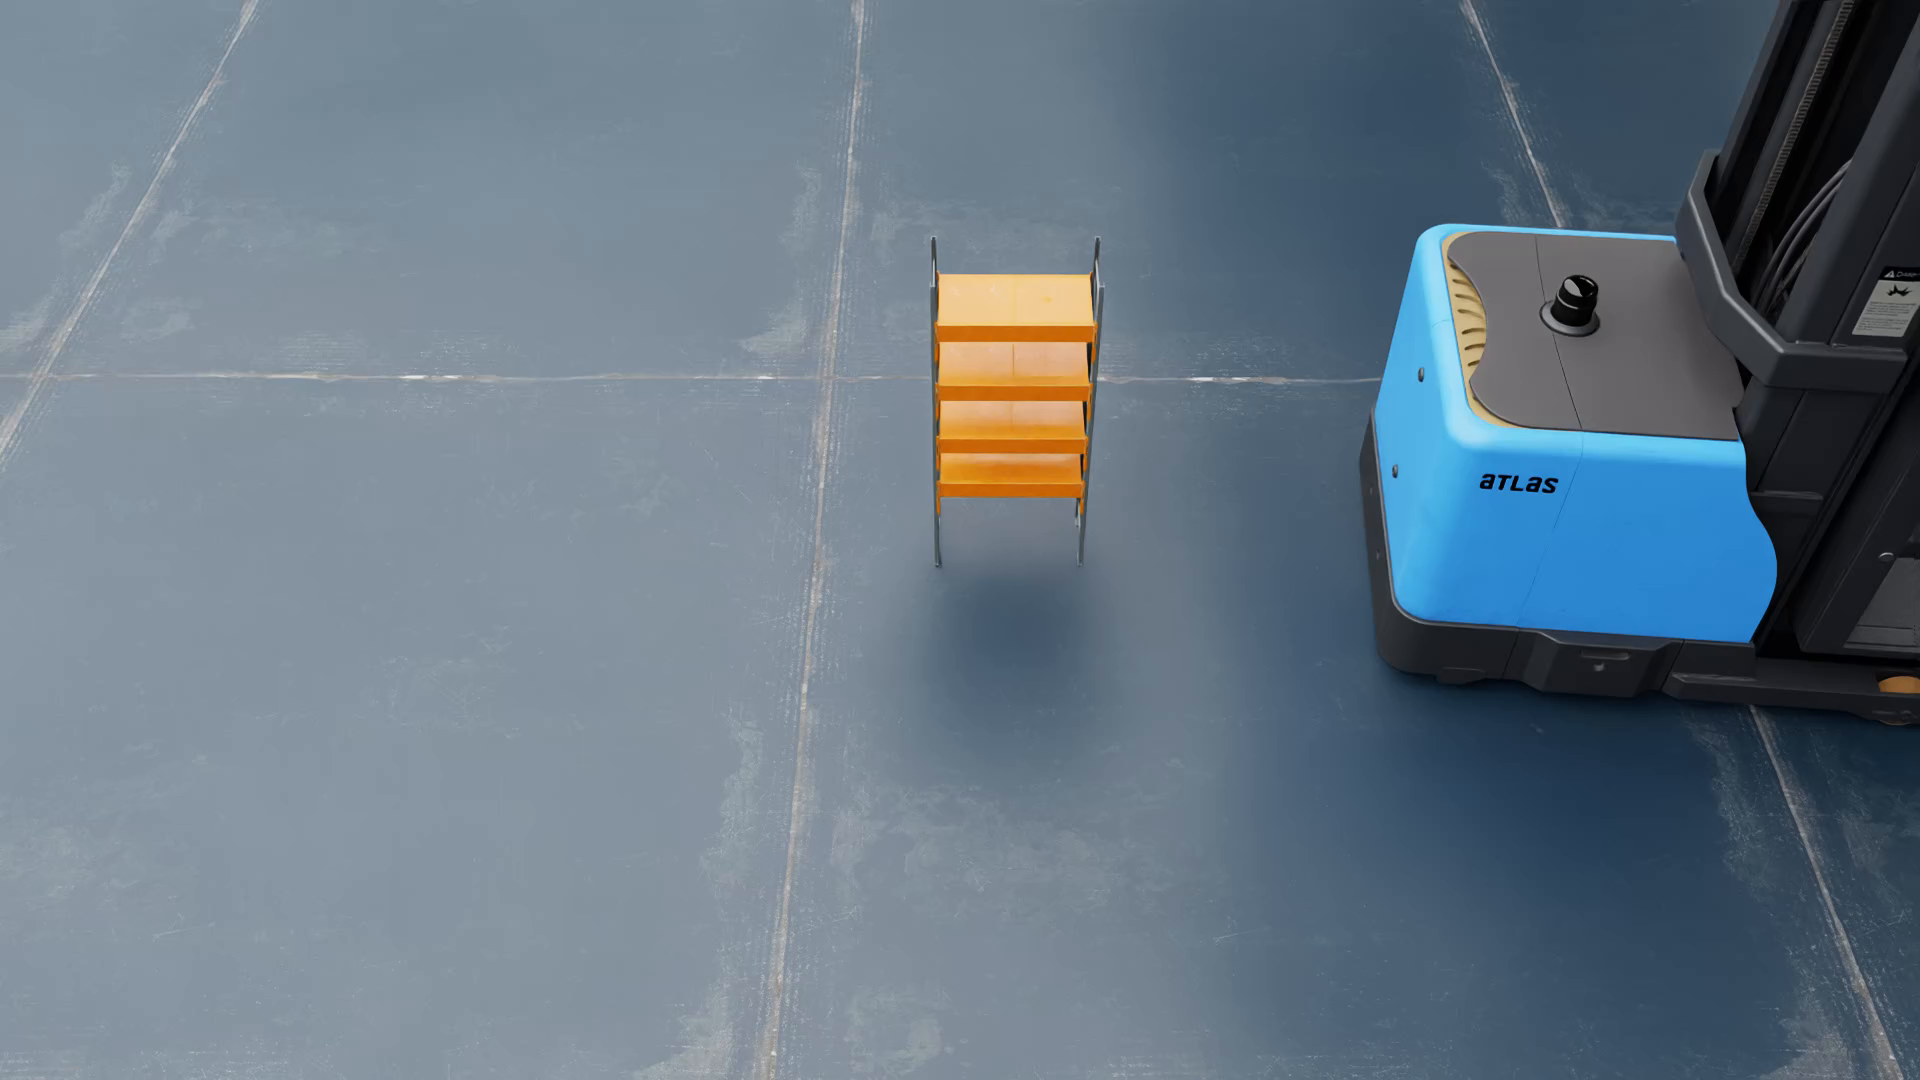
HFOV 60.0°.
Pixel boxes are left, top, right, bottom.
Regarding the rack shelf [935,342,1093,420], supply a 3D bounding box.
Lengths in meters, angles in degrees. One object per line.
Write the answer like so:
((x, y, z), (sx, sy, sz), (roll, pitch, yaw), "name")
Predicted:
((0.166, -0.515, 5.196), (0.480, 0.148, 0.258), (0, 47, 0), "rack shelf")

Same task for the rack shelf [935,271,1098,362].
((0.166, -0.676, 5.023), (0.480, 0.148, 0.258), (0, 47, 0), "rack shelf")

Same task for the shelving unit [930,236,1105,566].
((0.166, -0.408, 5.310), (0.503, 1.200, 0.258), (0, 47, 0), "shelving unit")

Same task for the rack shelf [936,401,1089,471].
((0.166, -0.362, 5.360), (0.480, 0.148, 0.258), (0, 47, 0), "rack shelf")

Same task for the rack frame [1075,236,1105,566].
((0.410, -0.408, 5.310), (0.015, 1.200, 0.240), (0, 47, 0), "rack frame")

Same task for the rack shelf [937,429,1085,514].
((0.166, -0.227, 5.505), (0.480, 0.148, 0.258), (0, 47, 0), "rack shelf")

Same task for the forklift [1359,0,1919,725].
((2.886, -0.816, 4.507), (3.031, 2.935, 1.130), (4, 47, 4), "forklift")

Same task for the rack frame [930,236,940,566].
((-0.078, -0.409, 5.311), (0.015, 1.200, 0.240), (0, 47, 0), "rack frame")
